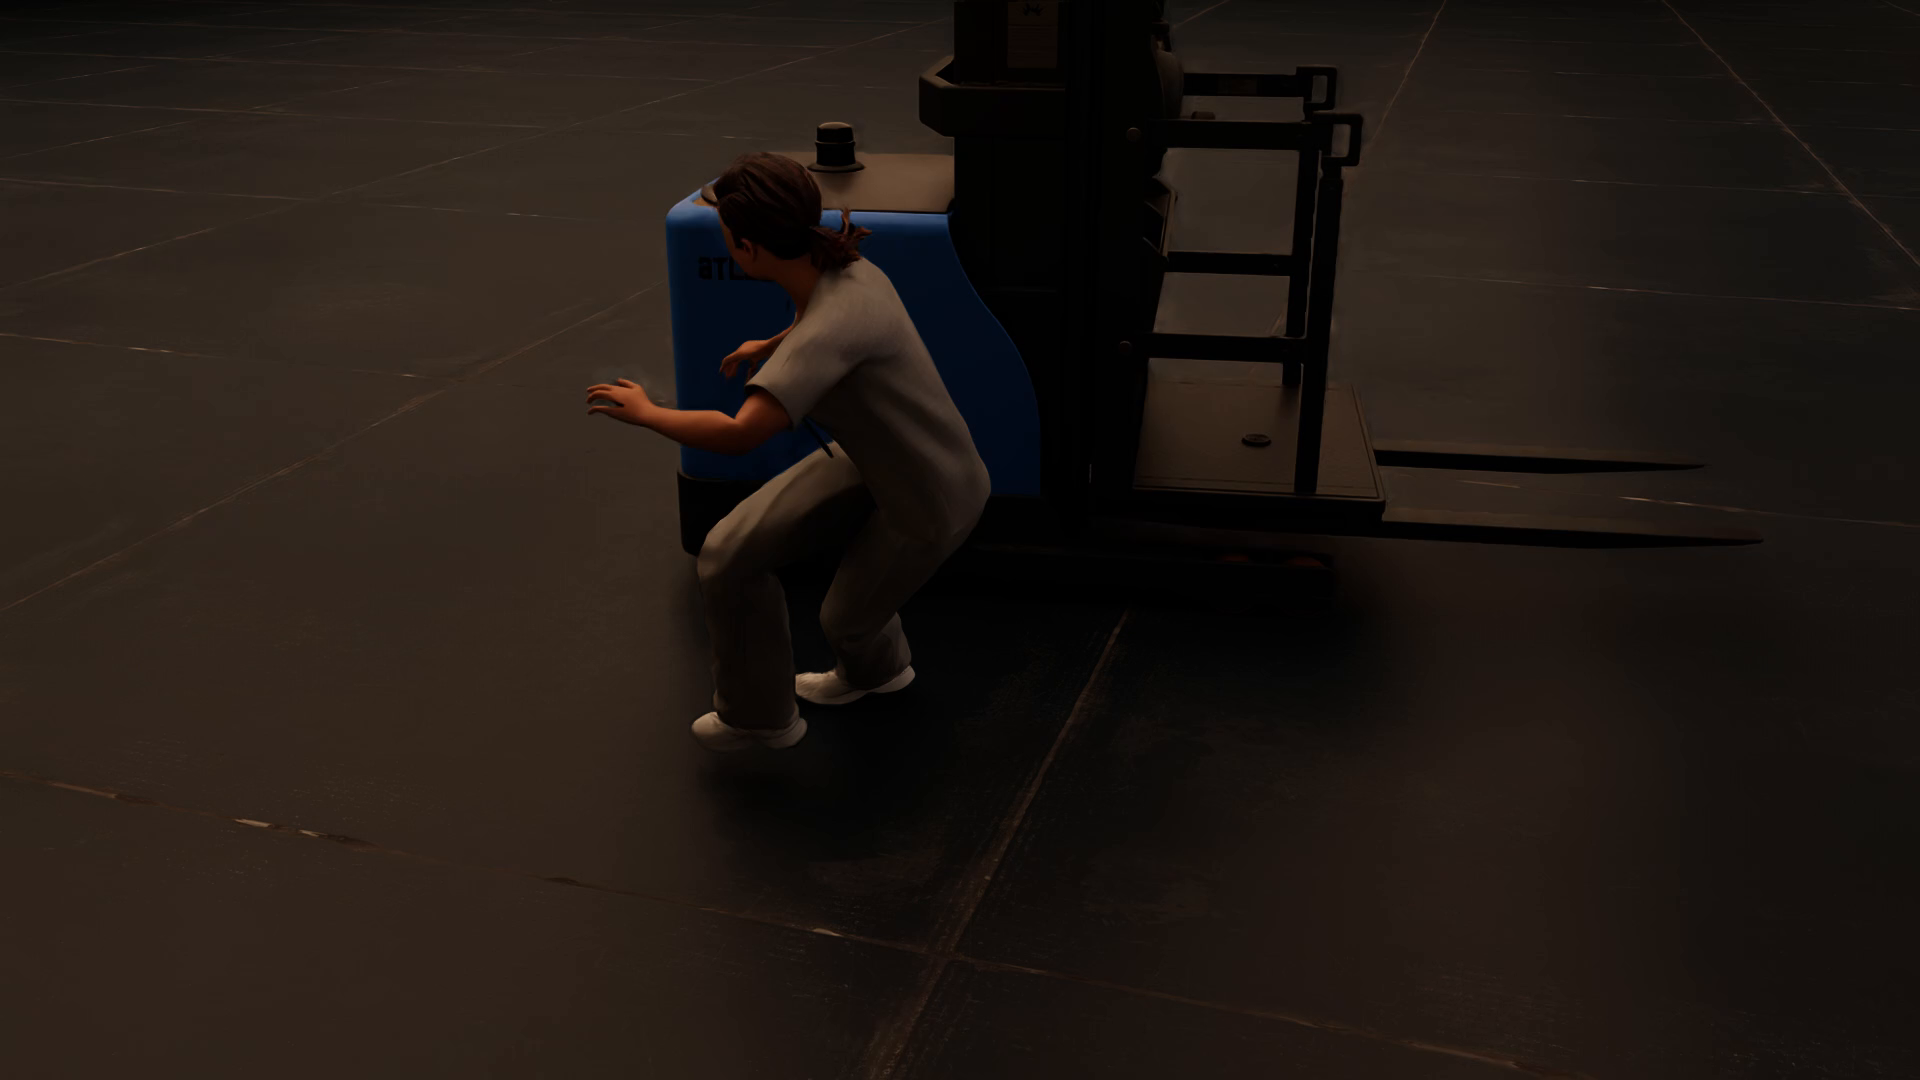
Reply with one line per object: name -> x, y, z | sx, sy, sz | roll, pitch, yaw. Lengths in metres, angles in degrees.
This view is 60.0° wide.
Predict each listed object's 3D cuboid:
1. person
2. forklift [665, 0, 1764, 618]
person -> -0.382, -0.119, 3.522 | 0.819, 1.431, 0.880 | -9, 24, -21
forklift -> 0.742, -1.356, 4.565 | 3.031, 2.935, 1.130 | 3, 23, 8
